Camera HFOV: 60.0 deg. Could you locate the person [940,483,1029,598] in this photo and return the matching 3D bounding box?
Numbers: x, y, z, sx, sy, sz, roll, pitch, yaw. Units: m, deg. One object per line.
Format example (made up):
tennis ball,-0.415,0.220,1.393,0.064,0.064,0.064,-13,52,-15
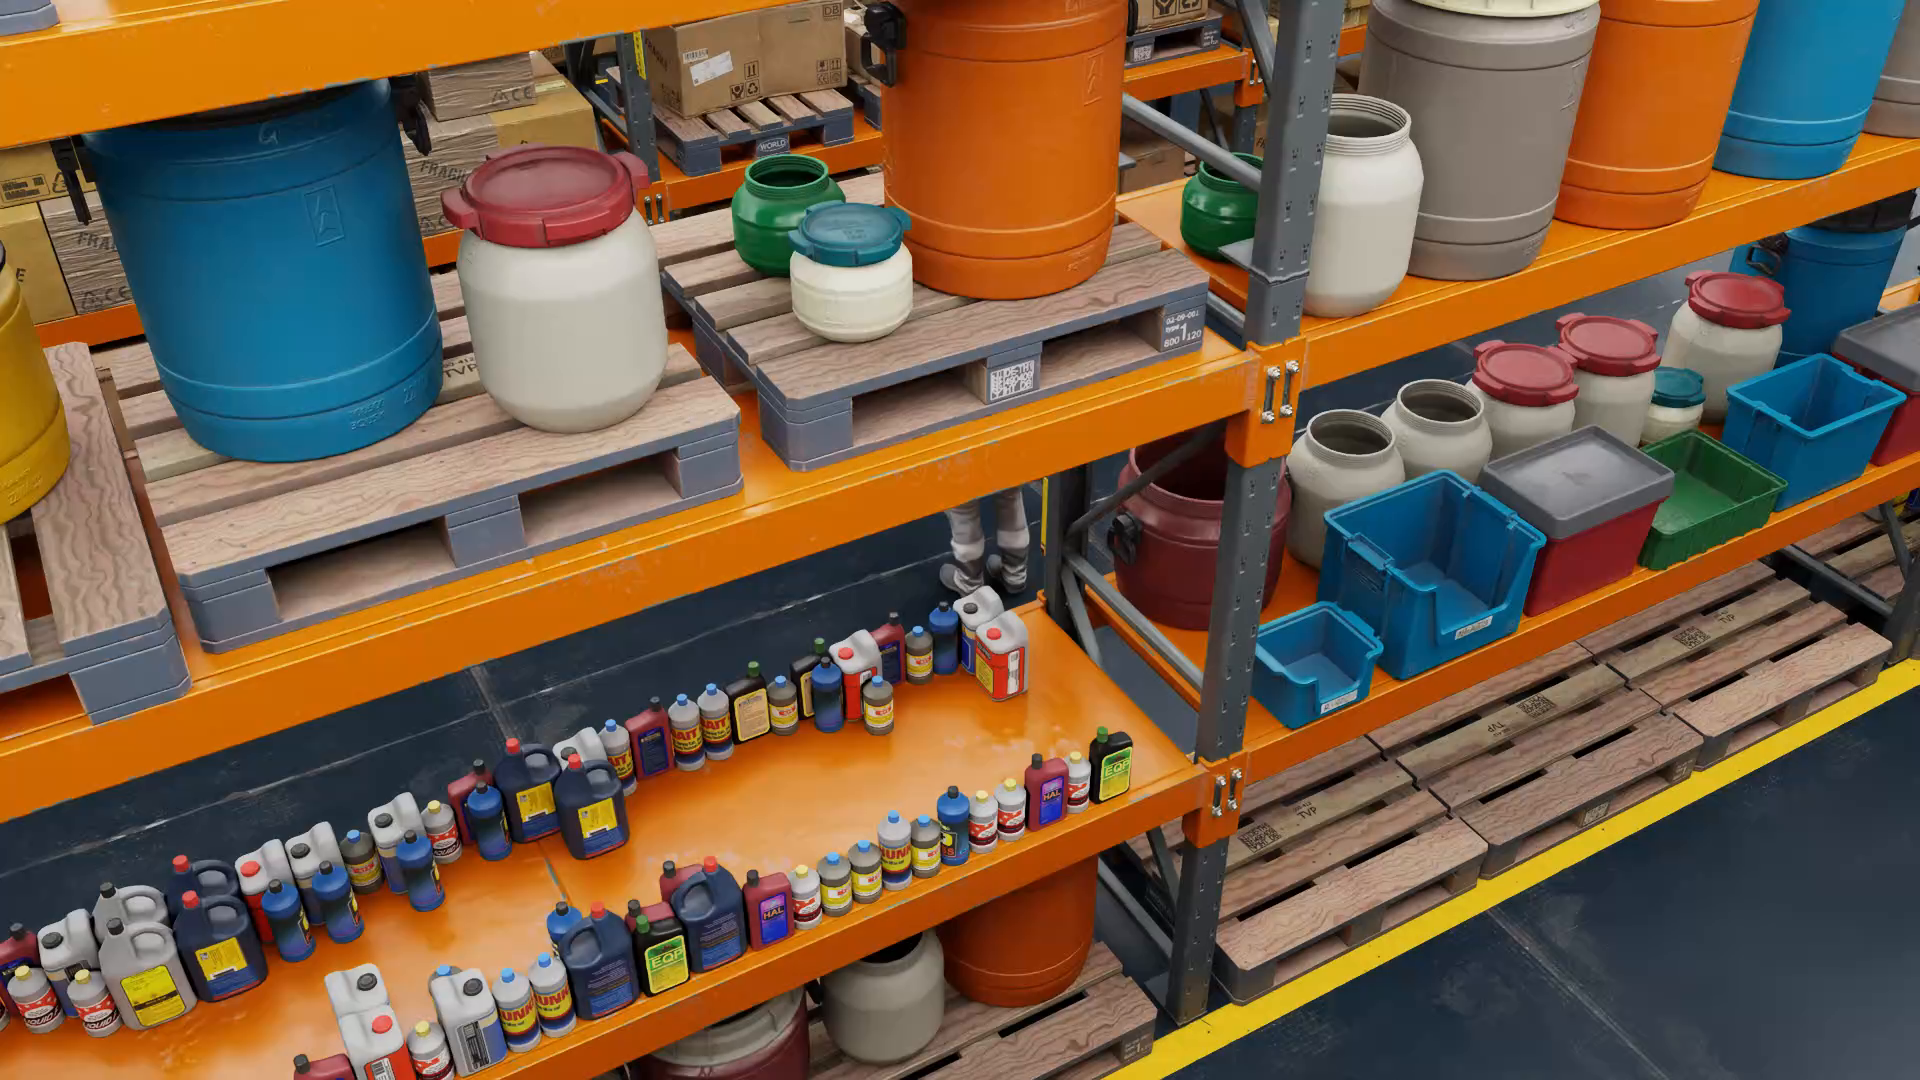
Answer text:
person,0.072,-0.509,7.620,0.491,1.760,0.582,-20,41,-25
